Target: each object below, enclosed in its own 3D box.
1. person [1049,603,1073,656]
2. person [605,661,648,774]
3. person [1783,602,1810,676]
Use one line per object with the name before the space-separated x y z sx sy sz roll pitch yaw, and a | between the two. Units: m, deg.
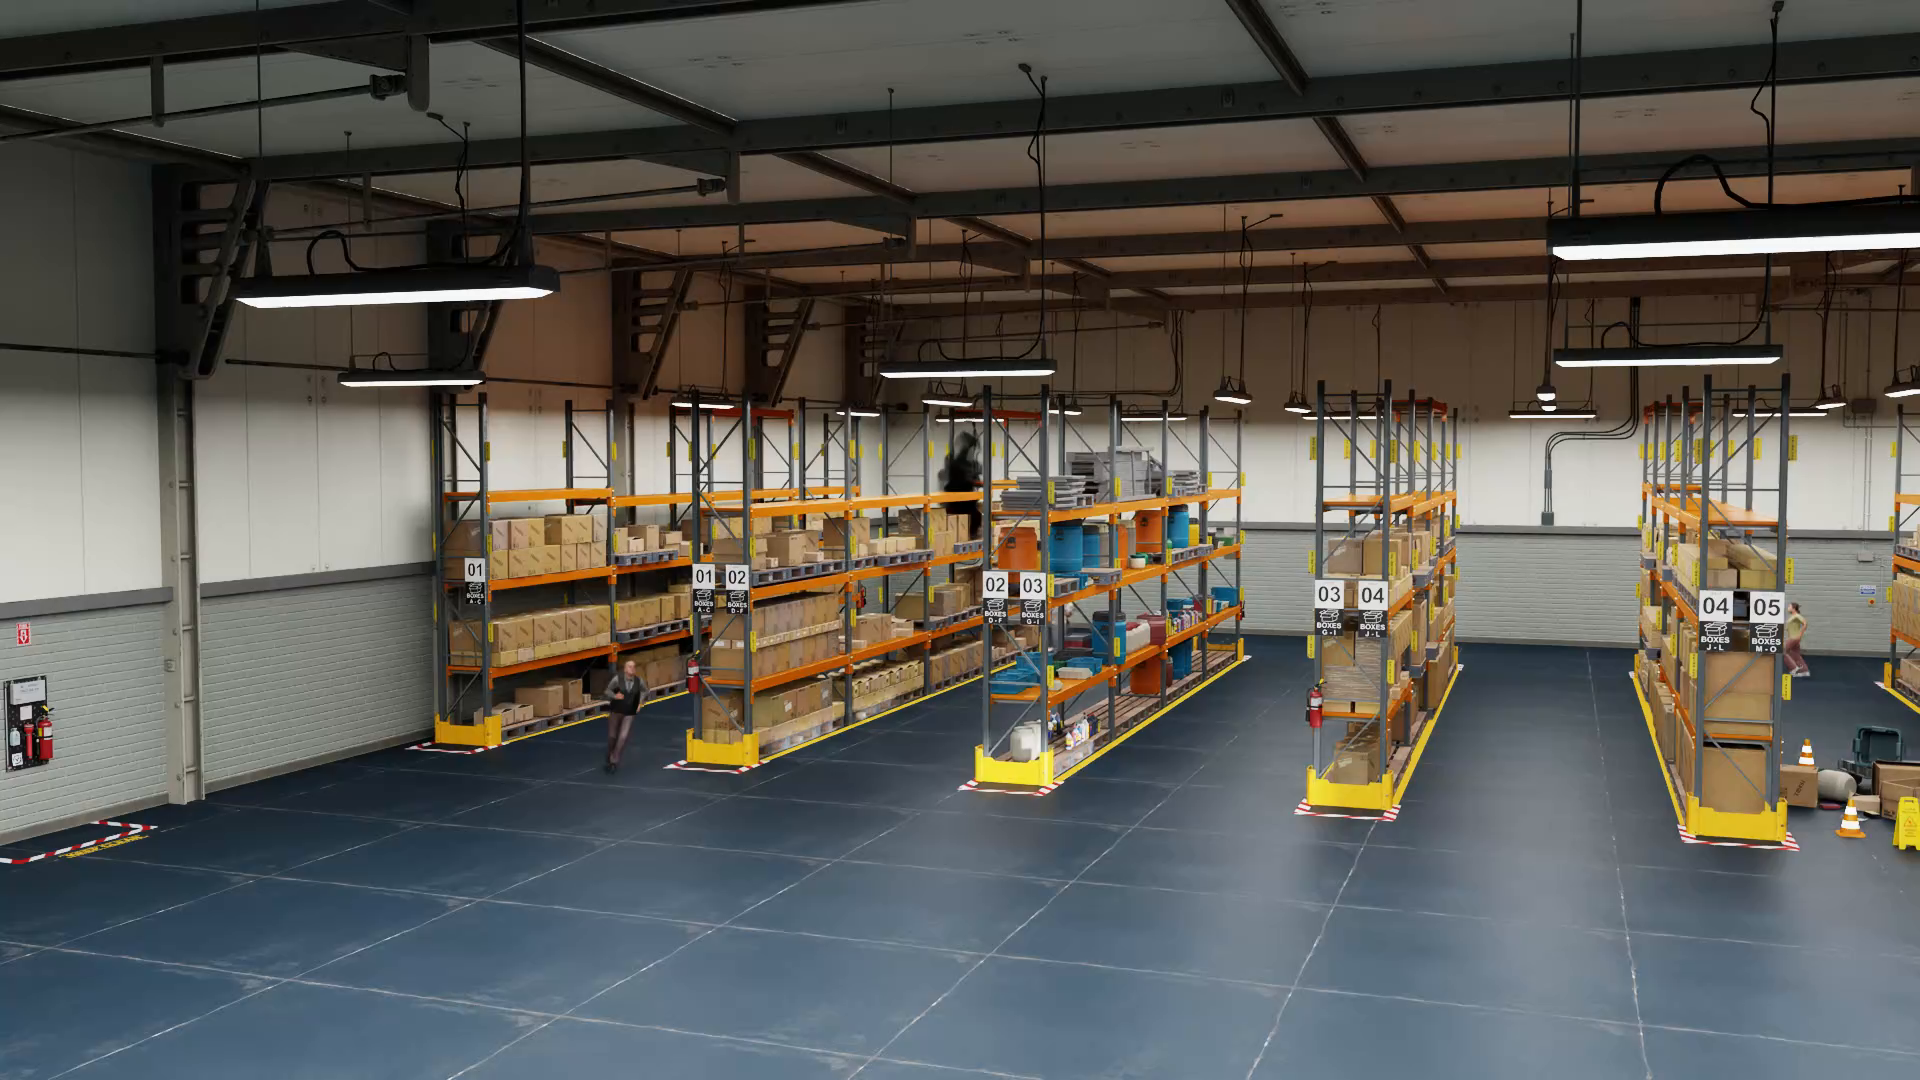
person | 2.206 1.896 36.749 0.575 1.732 0.826 1 3 10
person | -5.263 2.755 26.232 0.678 1.712 0.894 0 3 -8
person | 18.493 2.210 36.884 0.672 1.656 0.529 1 3 23
